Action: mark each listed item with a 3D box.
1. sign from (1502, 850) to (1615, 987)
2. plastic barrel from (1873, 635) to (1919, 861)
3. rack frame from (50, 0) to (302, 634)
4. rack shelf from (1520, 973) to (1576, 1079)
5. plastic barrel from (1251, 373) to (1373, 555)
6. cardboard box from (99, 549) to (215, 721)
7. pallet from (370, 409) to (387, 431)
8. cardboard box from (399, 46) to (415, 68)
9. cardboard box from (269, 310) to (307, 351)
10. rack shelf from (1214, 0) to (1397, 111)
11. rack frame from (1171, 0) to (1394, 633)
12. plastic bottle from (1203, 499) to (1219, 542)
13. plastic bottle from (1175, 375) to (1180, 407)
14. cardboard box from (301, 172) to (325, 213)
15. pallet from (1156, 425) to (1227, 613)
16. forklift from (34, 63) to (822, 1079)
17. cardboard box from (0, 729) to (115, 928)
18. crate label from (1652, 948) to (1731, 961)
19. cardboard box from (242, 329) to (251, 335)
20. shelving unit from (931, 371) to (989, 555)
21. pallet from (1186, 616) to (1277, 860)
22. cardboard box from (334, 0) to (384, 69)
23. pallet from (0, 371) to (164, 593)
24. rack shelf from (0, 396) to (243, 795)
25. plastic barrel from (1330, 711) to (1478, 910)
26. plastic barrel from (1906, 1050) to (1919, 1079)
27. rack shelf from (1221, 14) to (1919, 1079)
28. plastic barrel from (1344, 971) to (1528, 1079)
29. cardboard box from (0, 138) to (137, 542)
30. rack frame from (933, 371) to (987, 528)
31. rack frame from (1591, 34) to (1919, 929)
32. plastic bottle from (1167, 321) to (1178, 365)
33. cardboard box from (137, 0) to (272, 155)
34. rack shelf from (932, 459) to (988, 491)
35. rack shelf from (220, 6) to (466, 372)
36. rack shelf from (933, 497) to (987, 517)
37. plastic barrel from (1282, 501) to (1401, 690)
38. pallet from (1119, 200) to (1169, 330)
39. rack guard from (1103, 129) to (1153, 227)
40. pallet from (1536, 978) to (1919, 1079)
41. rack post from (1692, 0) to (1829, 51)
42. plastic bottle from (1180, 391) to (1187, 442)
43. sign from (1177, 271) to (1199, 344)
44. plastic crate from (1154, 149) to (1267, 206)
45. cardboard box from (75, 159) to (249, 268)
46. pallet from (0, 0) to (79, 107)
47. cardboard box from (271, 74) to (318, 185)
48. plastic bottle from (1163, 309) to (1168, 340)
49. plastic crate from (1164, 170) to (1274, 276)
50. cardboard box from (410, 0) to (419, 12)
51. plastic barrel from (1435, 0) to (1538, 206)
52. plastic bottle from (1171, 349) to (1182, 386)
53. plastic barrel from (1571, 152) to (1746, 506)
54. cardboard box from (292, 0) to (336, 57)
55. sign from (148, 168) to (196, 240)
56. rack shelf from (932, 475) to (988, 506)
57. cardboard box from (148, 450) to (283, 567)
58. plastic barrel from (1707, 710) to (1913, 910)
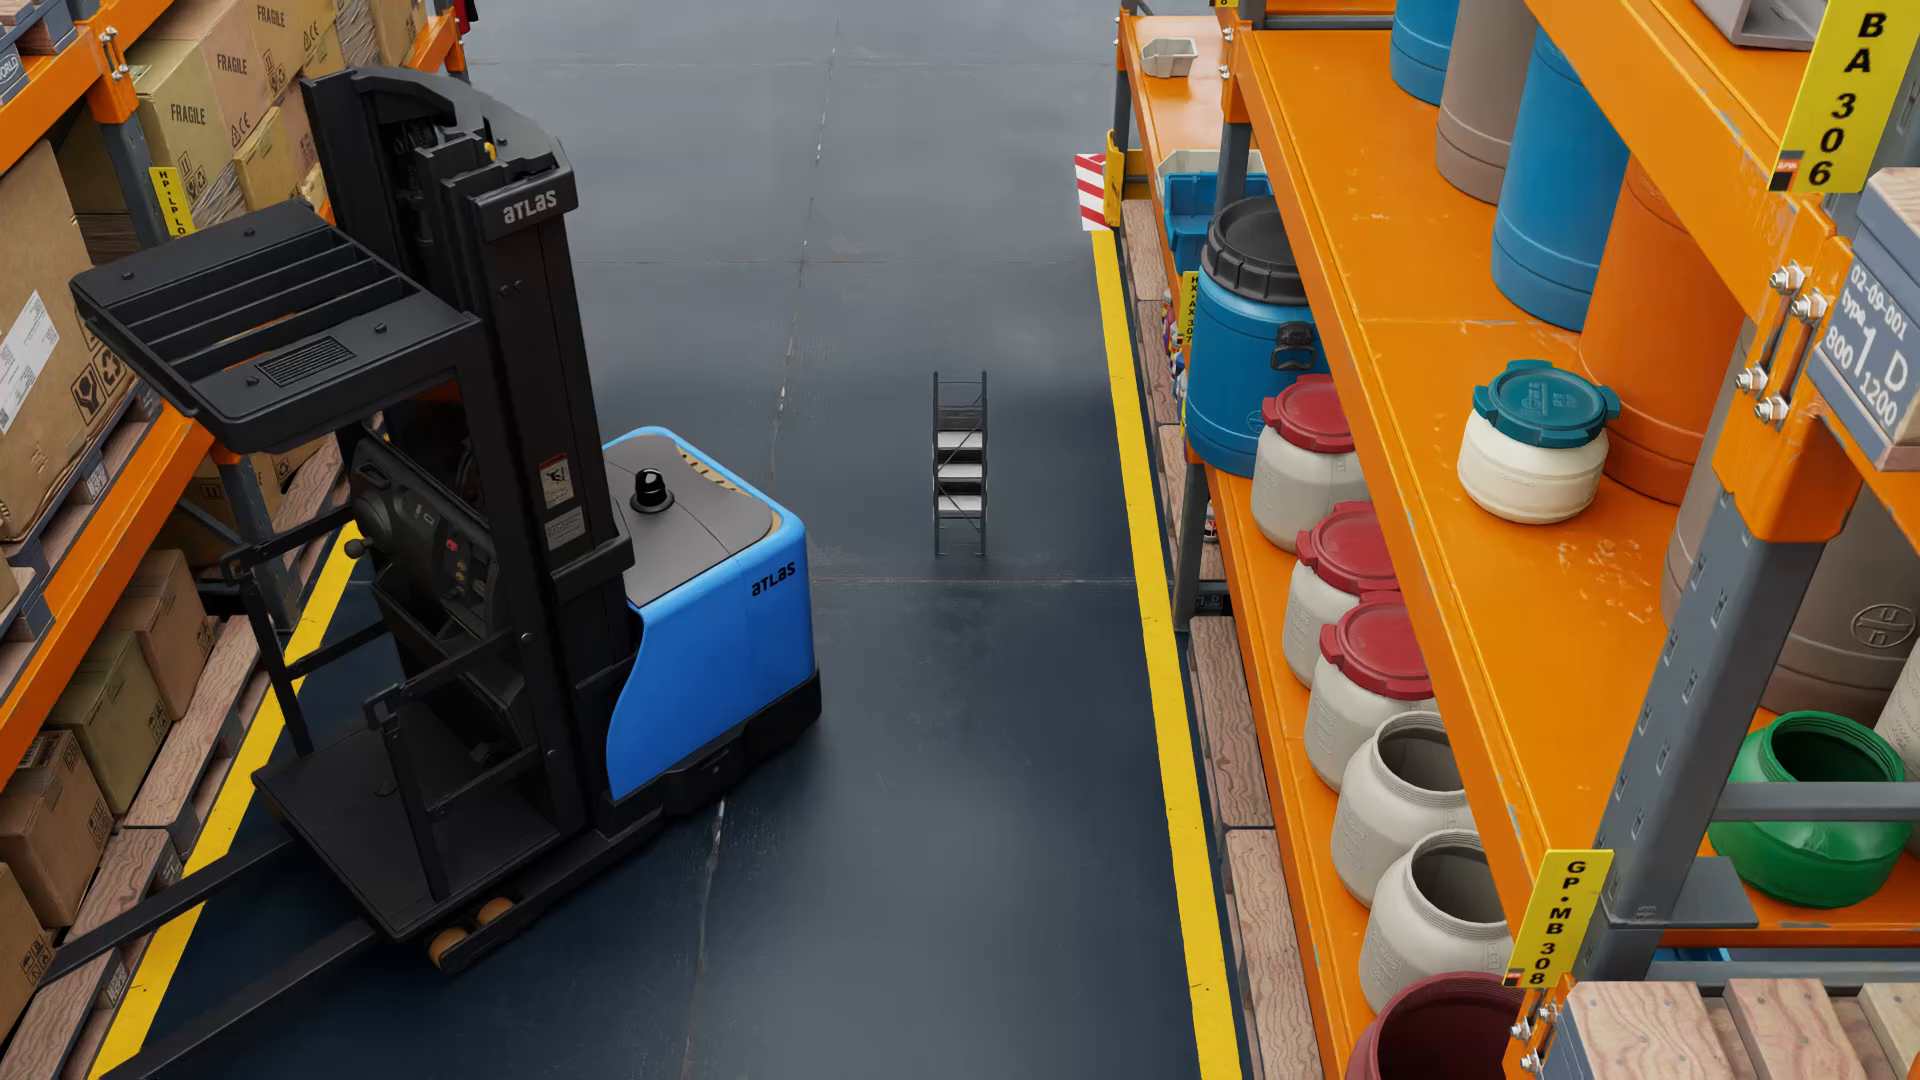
[{"bbox_3d":[0.915,0.585,2.552,0.100,0.325,0.005,0,39,0],"label":"sign"},{"bbox_3d":[1.771,0.301,2.733,0.421,0.512,0.421,0,39,0],"label":"plastic barrel"},{"bbox_3d":[-3.493,-0.788,6.580,1.000,3.000,0.127,0,39,0],"label":"rack frame"},{"bbox_3d":[1.467,2.071,1.189,1.077,0.370,4.000,0,39,0],"label":"rack shelf"},{"bbox_3d":[1.242,-0.246,5.795,0.433,0.535,0.433,0,39,0],"label":"plastic barrel"},{"bbox_3d":[-3.513,0.400,6.745,0.700,0.500,0.500,-3,39,-4],"label":"cardboard box"},{"bbox_3d":[-3.533,-0.885,8.931,1.003,0.211,1.213,0,39,0],"label":"pallet"},{"bbox_3d":[-3.239,-2.701,9.168,0.380,0.149,0.250,0,39,0],"label":"cardboard box"},{"bbox_3d":[-3.540,-0.973,8.474,0.500,0.500,0.500,-3,39,-4],"label":"cardboard box"},{"bbox_3d":[1.458,-2.932,7.432,1.077,0.370,4.000,0,39,0],"label":"rack shelf"},{"bbox_3d":[1.460,-0.792,6.585,1.000,3.000,0.127,0,39,0],"label":"rack frame"},{"bbox_3d":[1.148,-0.098,7.605,0.097,0.201,0.097,0,39,0],"label":"plastic bottle"},{"bbox_3d":[1.147,-0.771,8.445,0.097,0.201,0.097,0,39,0],"label":"plastic bottle"},{"bbox_3d":[-3.218,-1.606,7.802,0.380,0.149,0.250,0,39,0],"label":"cardboard box"},{"bbox_3d":[1.501,-0.123,7.981,1.003,0.211,1.213,0,39,0],"label":"pallet"},{"bbox_3d":[-1.982,0.058,5.580,3.031,2.935,1.130,-32,48,-33],"label":"forklift"},{"bbox_3d":[-3.531,1.048,5.936,0.700,0.500,0.500,-3,39,-4],"label":"cardboard box"},{"bbox_3d":[1.734,1.075,4.228,0.502,0.435,0.616,0,39,0],"label":"crate label"},{"bbox_3d":[-3.179,-0.981,7.022,0.380,0.149,0.250,0,39,0],"label":"cardboard box"},{"bbox_3d":[0.000,-0.346,7.708,0.258,0.900,0.210,0,39,0],"label":"shelving unit"},{"bbox_3d":[1.500,0.788,6.844,1.003,0.211,1.213,0,39,0],"label":"pallet"},{"bbox_3d":[-3.446,-2.475,8.368,0.875,0.500,0.500,0,39,0],"label":"cardboard box"},{"bbox_3d":[-3.637,-0.235,6.044,1.003,0.211,1.213,0,39,0],"label":"pallet"},{"bbox_3d":[-3.490,0.743,5.244,1.077,0.370,4.000,0,39,0],"label":"rack shelf"},{"bbox_3d":[1.250,0.760,4.560,0.421,0.512,0.421,0,39,0],"label":"plastic barrel"},{"bbox_3d":[1.463,0.563,1.817,0.600,0.830,0.708,0,39,0],"label":"plastic barrel"},{"bbox_3d":[1.463,-0.431,4.311,1.077,0.370,4.000,0,39,0],"label":"rack shelf"},{"bbox_3d":[1.162,1.367,3.783,0.600,0.536,0.708,0,39,0],"label":"plastic barrel"},{"bbox_3d":[-3.632,-0.689,5.641,1.000,1.000,1.000,0,39,0],"label":"cardboard box"},{"bbox_3d":[0.000,-0.410,7.787,0.240,0.900,0.006,0,39,0],"label":"rack frame"},{"bbox_3d":[1.465,-0.631,1.587,1.000,3.000,0.127,0,39,0],"label":"rack frame"},{"bbox_3d":[1.147,-1.052,8.739,0.097,0.271,0.097,0,39,0],"label":"plastic bottle"},{"bbox_3d":[-3.241,-1.927,6.885,0.500,0.500,0.500,0,39,0],"label":"cardboard box"},{"bbox_3d":[0.000,-0.320,7.729,0.258,0.077,0.200,0,39,0],"label":"rack shelf"},{"bbox_3d":[-3.495,-1.758,8.366,1.077,0.370,4.000,0,39,0],"label":"rack shelf"},{"bbox_3d":[0.000,-0.180,7.841,0.258,0.077,0.200,0,39,0],"label":"rack shelf"},{"bbox_3d":[1.243,0.213,5.223,0.433,0.535,0.433,0,39,0],"label":"plastic barrel"},{"bbox_3d":[1.499,-1.649,9.885,1.003,0.211,1.213,0,39,0],"label":"pallet"},{"bbox_3d":[1.503,-2.270,10.428,1.175,0.500,0.348,0,39,0],"label":"rack guard"},{"bbox_3d":[1.368,1.091,1.987,1.003,0.211,1.213,0,39,0],"label":"pallet"},{"bbox_3d":[1.549,-1.979,3.109,1.013,1.000,3.121,0,39,0],"label":"rack post"},{"bbox_3d":[1.171,-0.654,8.179,0.144,0.351,0.185,0,39,0],"label":"plastic bottle"},{"bbox_3d":[0.910,-0.906,6.506,0.100,0.325,0.005,0,39,0],"label":"sign"},{"bbox_3d":[1.205,-1.704,7.934,0.530,0.136,0.437,0,39,0],"label":"plastic crate"},{"bbox_3d":[-3.431,-1.225,6.807,0.875,0.500,0.500,0,39,0],"label":"cardboard box"},{"bbox_3d":[-3.598,-1.499,5.219,1.213,0.211,1.003,0,39,0],"label":"pallet"},{"bbox_3d":[-3.498,-1.850,7.587,0.875,0.500,0.500,0,39,0],"label":"cardboard box"},{"bbox_3d":[1.146,-1.174,8.948,0.097,0.201,0.097,0,39,0],"label":"plastic bottle"},{"bbox_3d":[1.188,-1.425,7.494,0.499,0.251,0.616,0,39,0],"label":"plastic crate"},{"bbox_3d":[-3.524,-3.100,9.148,0.875,0.500,0.500,0,39,0],"label":"cardboard box"},{"bbox_3d":[1.679,-1.431,4.583,0.600,0.901,0.600,0,39,0],"label":"plastic barrel"},{"bbox_3d":[1.147,-0.900,8.606,0.097,0.201,0.097,0,39,0],"label":"plastic bottle"},{"bbox_3d":[1.680,-0.551,3.542,0.600,0.830,0.708,0,39,0],"label":"plastic barrel"},{"bbox_3d":[-3.253,-2.553,7.665,0.500,0.500,0.500,0,39,0],"label":"cardboard box"},{"bbox_3d":[-2.937,-1.242,6.221,0.100,0.325,0.005,0,39,0],"label":"sign"},{"bbox_3d":[0.000,-0.250,7.785,0.258,0.077,0.200,0,39,0],"label":"rack shelf"},{"bbox_3d":[-3.453,-0.227,7.543,0.500,0.500,0.500,-1,39,-1],"label":"cardboard box"},{"bbox_3d":[1.414,0.446,2.766,0.294,0.245,0.294,0,39,0],"label":"plastic barrel"}]
